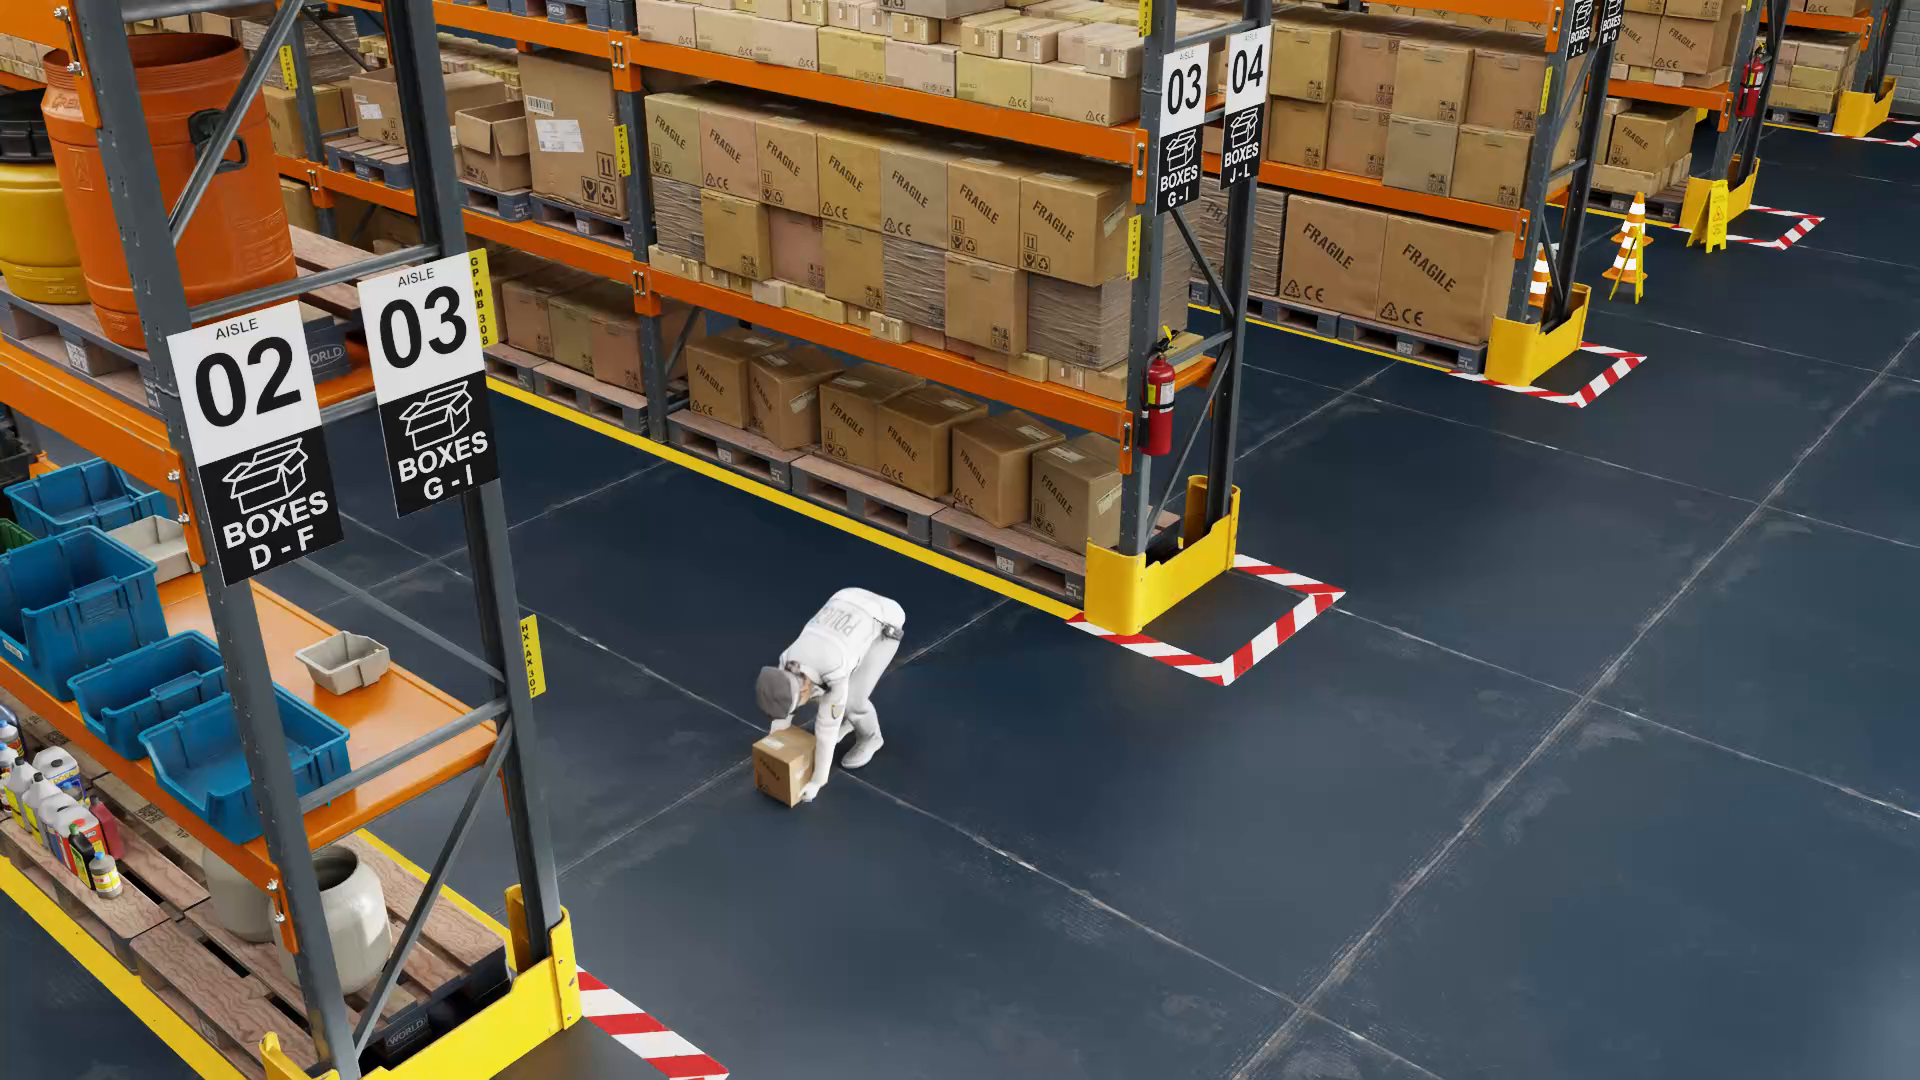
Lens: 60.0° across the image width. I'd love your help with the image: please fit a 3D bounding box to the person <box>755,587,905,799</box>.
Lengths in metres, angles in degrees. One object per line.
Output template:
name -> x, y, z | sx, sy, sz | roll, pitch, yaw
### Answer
person -> -0.632, 0.735, 8.140 | 0.455, 0.834, 0.893 | 19, 33, 32
